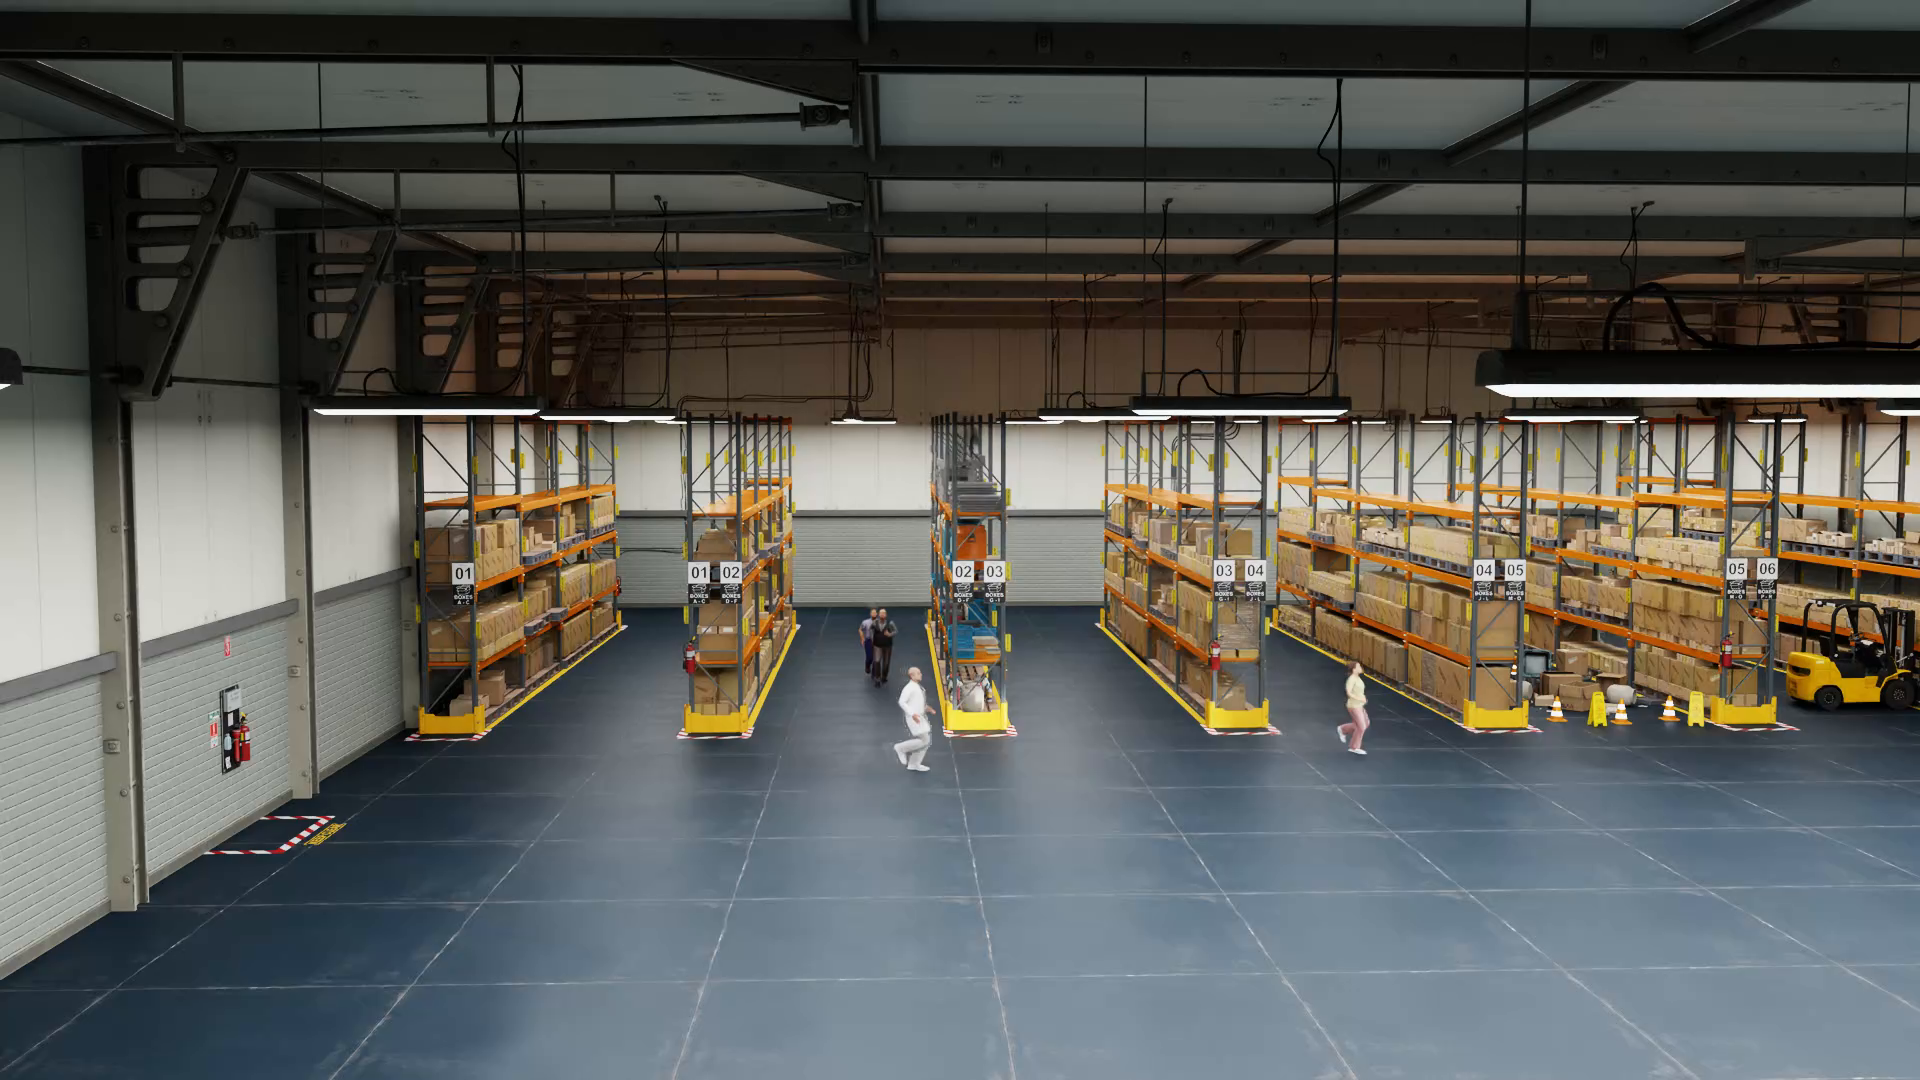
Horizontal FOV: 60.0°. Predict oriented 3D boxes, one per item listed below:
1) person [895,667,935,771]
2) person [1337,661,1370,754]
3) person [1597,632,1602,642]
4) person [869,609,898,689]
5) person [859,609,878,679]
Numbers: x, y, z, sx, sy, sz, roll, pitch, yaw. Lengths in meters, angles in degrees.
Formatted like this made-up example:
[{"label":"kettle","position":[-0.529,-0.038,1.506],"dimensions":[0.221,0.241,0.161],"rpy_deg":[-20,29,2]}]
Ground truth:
[{"label":"person","position":[-0.749,2.979,27.668],"dimensions":[0.637,1.732,0.710],"rpy_deg":[1,4,15]},{"label":"person","position":[6.905,2.929,29.215],"dimensions":[0.579,1.634,0.610],"rpy_deg":[2,4,25]},{"label":"person","position":[16.090,1.935,42.103],"dimensions":[0.680,1.777,0.988],"rpy_deg":[-1,4,-9]},{"label":"person","position":[-1.685,2.392,36.613],"dimensions":[0.635,1.770,0.795],"rpy_deg":[0,4,-3]},{"label":"person","position":[-1.968,2.362,37.744],"dimensions":[0.619,1.588,0.556],"rpy_deg":[-1,4,-13]}]
